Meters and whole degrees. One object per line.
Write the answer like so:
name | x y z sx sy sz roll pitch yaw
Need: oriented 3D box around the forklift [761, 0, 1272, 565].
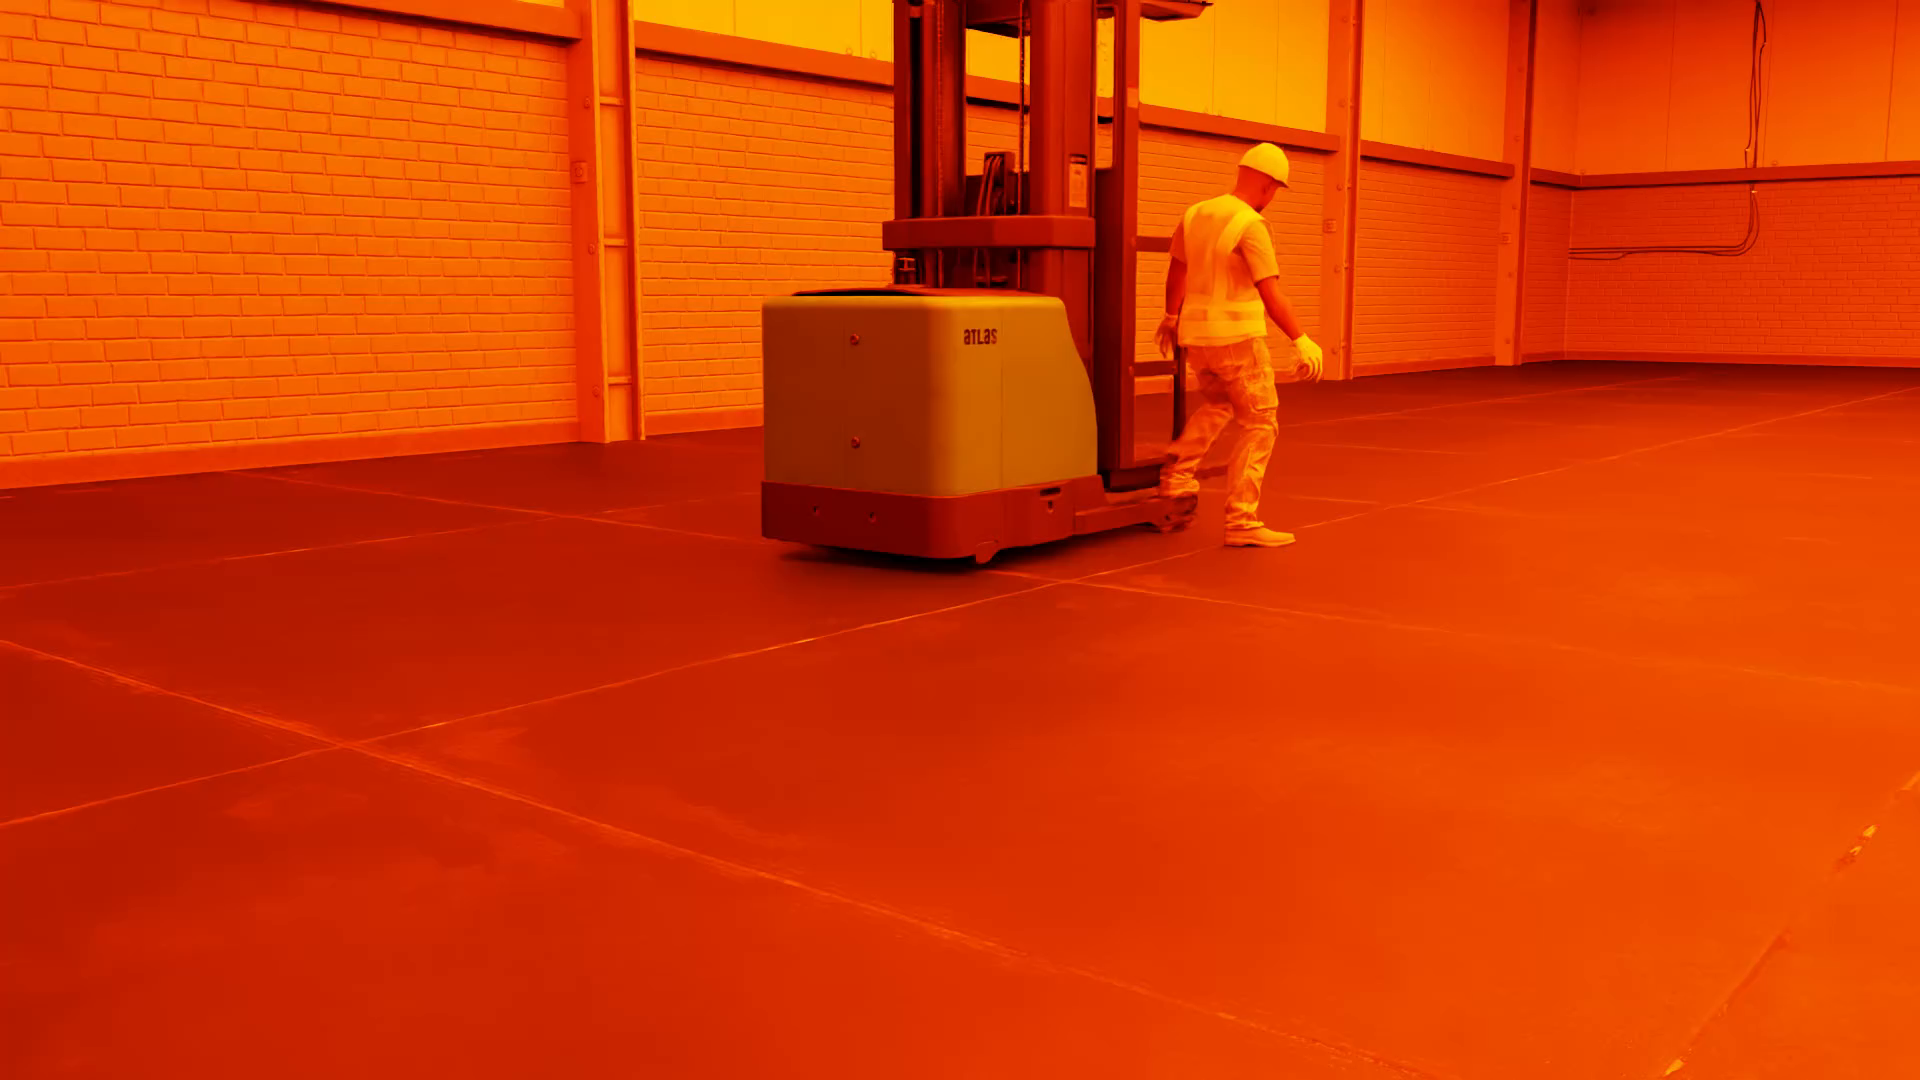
forklift | 0.466 -1.520 7.670 1.130 2.935 3.031 6 11 37

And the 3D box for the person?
person | 1.228 -0.868 7.366 0.450 1.733 0.937 -4 9 -25
